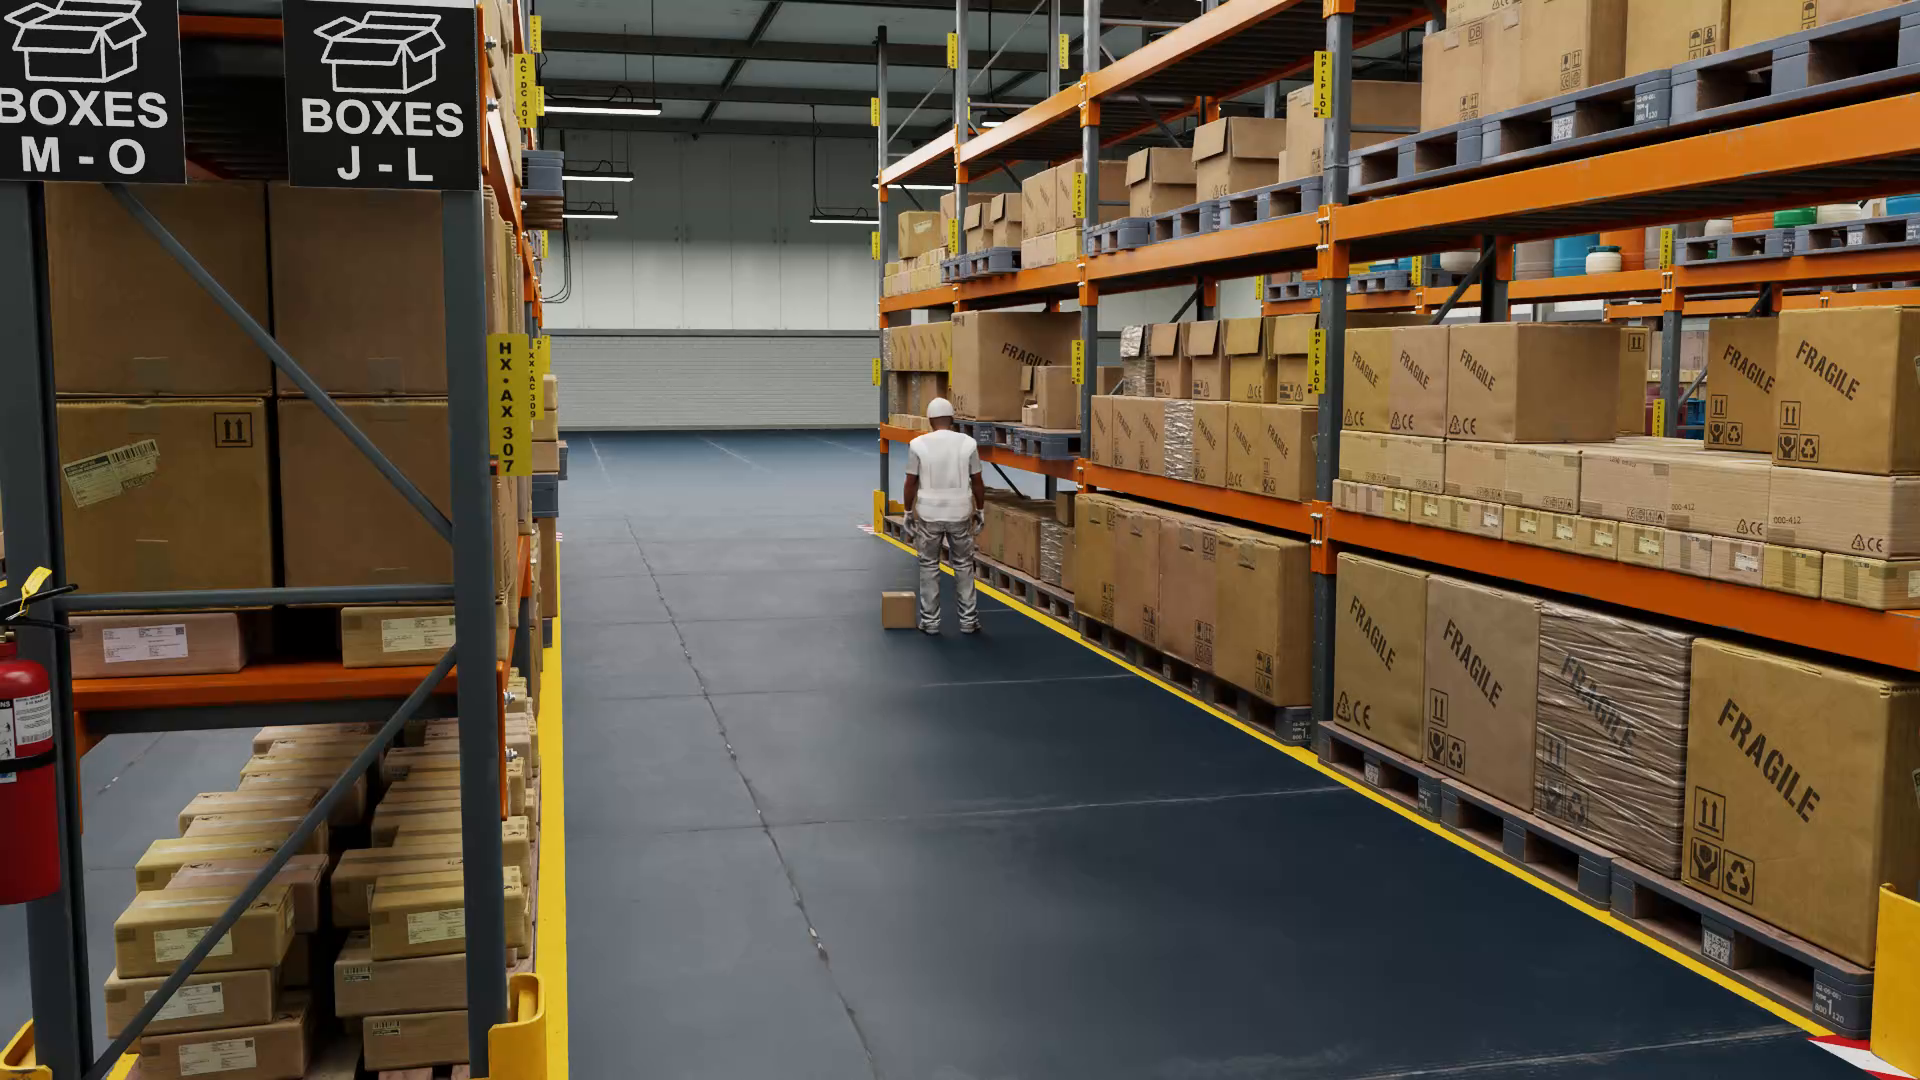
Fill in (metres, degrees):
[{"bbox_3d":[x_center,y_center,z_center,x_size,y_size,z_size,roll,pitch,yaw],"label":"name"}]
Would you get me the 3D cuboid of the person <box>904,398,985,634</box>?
[{"bbox_3d":[-0.117,-0.185,12.592,0.622,1.774,0.453,0,6,-5],"label":"person"}]
